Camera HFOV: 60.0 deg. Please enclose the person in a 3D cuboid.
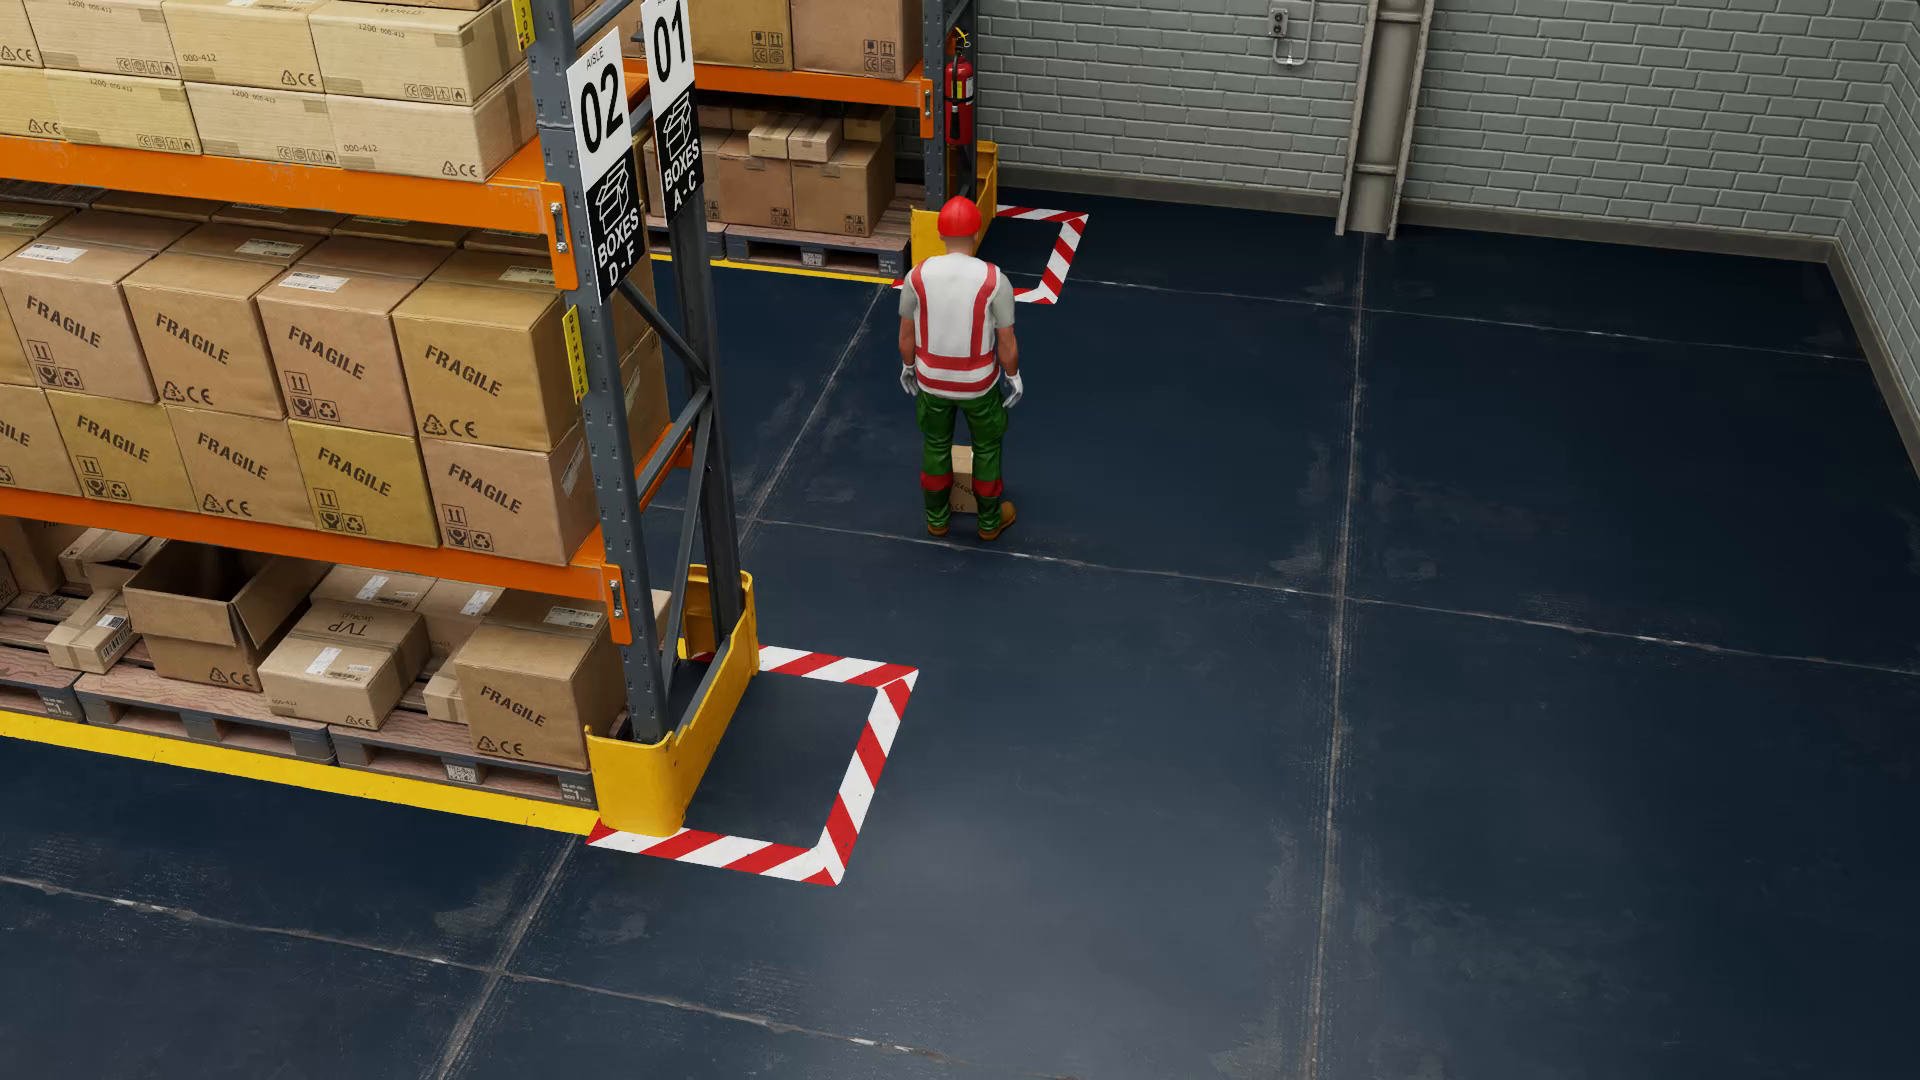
[{"bbox_3d":[0.006,-0.797,8.040,0.606,1.778,0.453,7,37,10],"label":"person"}]
